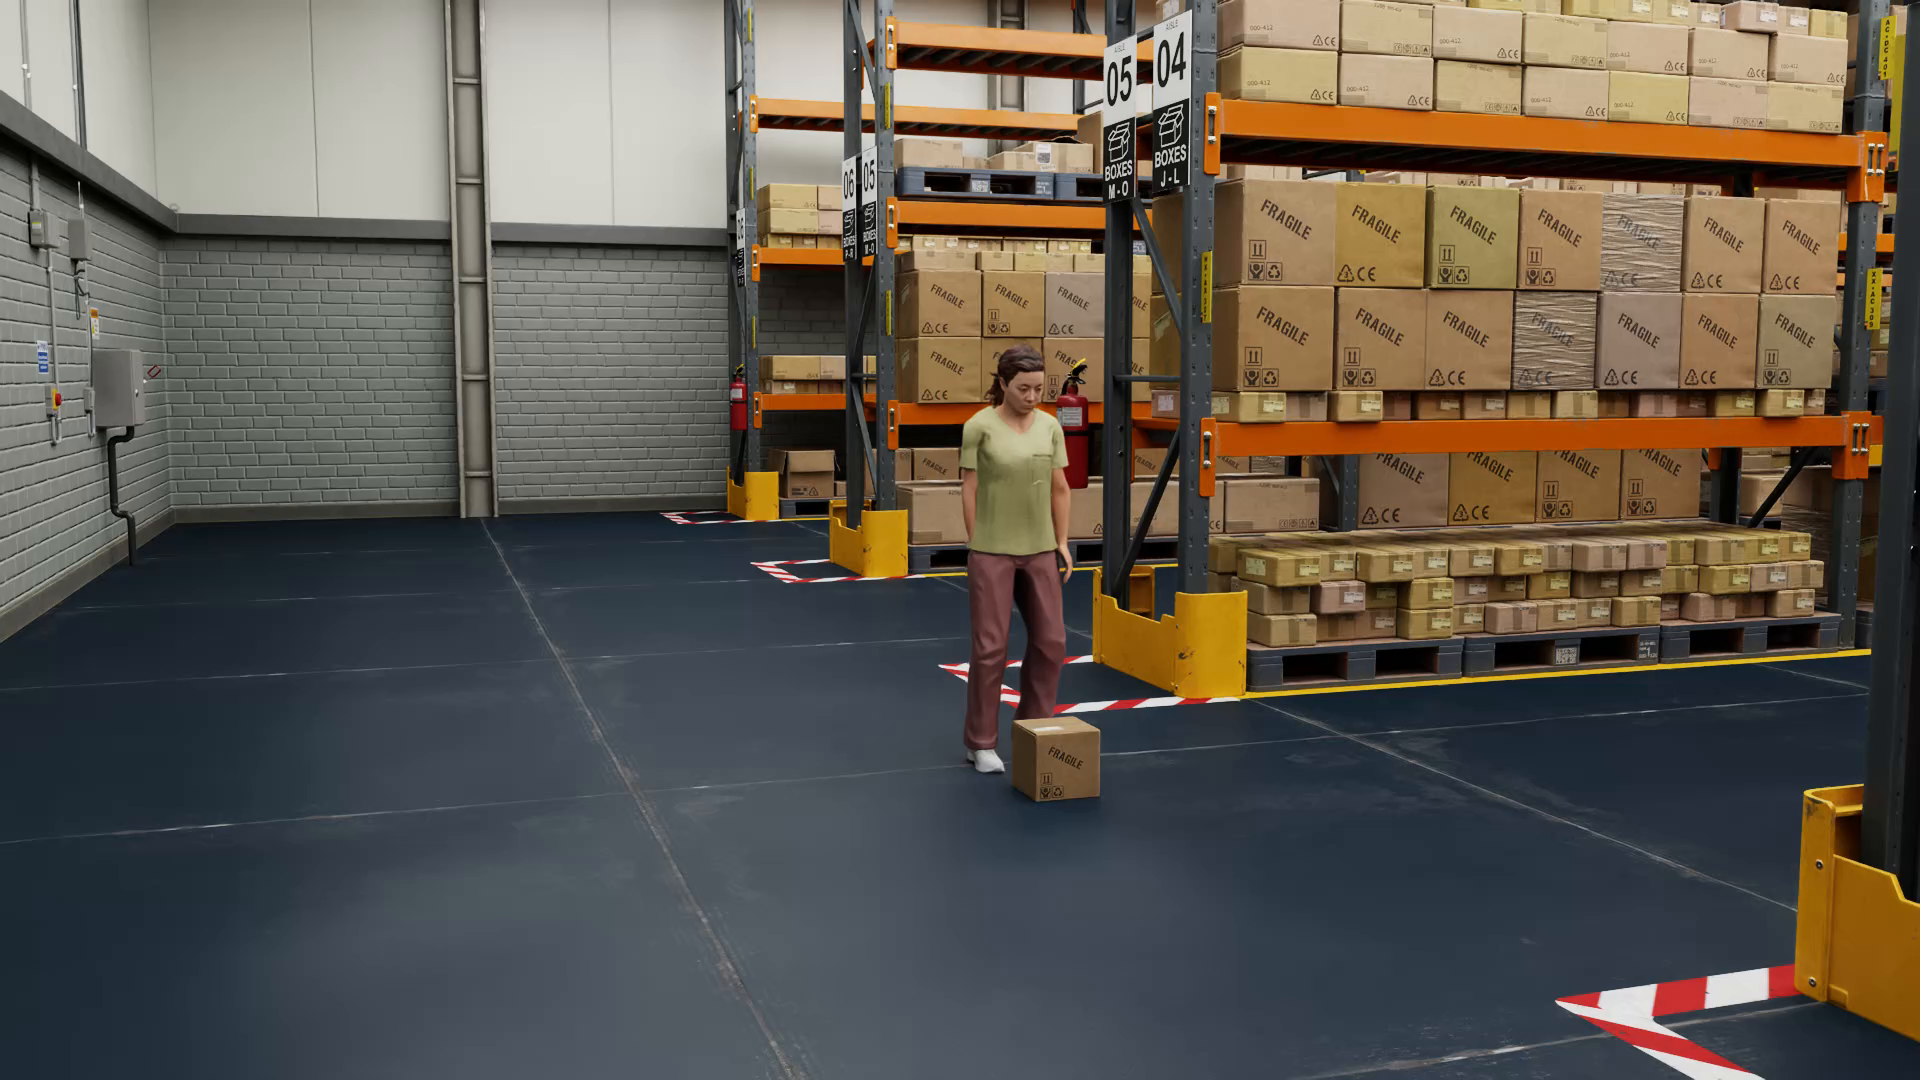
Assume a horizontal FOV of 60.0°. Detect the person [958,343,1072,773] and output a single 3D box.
[{"bbox_3d":[0.224,0.063,6.525,0.455,1.664,0.355,-2,6,-17],"label":"person"}]
